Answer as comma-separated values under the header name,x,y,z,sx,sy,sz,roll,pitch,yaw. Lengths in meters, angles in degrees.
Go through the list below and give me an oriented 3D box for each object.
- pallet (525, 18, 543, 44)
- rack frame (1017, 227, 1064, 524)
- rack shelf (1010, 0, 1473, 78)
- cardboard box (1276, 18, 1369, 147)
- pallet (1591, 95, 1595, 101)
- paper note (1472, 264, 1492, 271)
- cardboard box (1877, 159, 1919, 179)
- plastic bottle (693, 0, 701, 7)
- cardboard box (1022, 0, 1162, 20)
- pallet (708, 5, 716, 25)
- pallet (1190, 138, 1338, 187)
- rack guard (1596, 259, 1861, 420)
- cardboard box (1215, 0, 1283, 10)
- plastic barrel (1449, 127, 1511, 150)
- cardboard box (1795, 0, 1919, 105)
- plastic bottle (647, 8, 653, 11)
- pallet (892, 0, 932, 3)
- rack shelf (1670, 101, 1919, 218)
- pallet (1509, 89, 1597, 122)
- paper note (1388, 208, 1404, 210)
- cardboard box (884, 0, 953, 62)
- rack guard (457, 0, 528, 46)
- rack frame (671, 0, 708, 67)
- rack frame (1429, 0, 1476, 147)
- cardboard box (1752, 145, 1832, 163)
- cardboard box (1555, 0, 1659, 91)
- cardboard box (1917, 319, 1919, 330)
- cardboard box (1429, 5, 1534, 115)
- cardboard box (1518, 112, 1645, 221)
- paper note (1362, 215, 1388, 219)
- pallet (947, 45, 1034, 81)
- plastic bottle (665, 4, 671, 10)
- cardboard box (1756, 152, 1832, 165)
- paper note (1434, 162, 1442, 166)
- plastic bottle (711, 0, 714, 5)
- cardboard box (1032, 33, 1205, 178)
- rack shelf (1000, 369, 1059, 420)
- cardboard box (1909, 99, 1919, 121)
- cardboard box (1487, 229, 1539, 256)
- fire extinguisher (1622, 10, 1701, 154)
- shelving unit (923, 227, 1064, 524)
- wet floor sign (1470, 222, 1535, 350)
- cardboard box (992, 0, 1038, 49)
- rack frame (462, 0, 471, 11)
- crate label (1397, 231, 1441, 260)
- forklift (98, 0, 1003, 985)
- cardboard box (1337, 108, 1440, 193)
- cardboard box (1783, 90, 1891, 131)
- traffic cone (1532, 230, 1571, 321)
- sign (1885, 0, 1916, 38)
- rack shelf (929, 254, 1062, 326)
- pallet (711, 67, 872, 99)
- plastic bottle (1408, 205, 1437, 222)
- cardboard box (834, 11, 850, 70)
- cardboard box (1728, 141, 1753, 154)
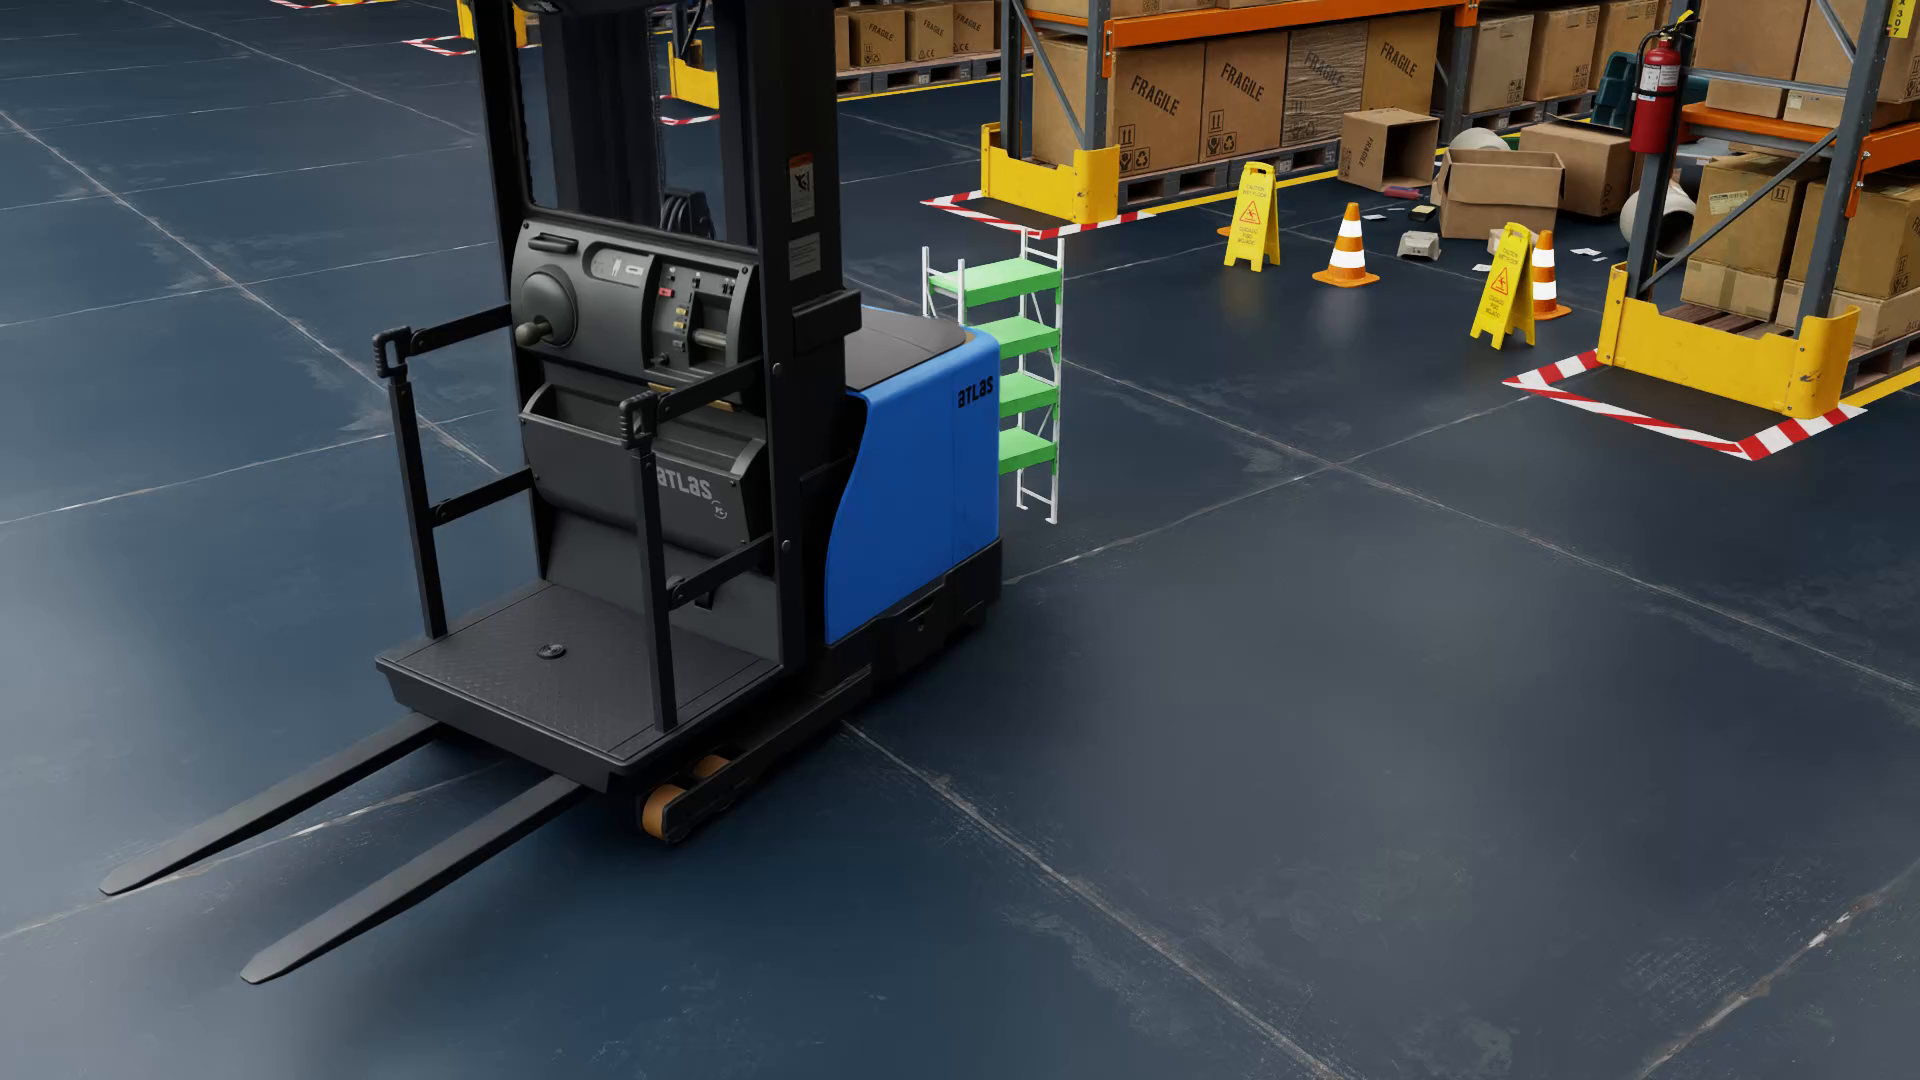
name,x,y,z,sx,sy,sz,roll,pitch,yaw
pallet,-4.720,-6.050,19.536,1.213,0.211,1.003,-18,31,-34
rack frame,0.322,-0.651,6.727,0.015,1.200,0.240,-18,31,-34
rack shelf,2.218,-3.954,12.561,4.000,0.370,1.077,-18,31,-34
cardboard box,2.547,-3.651,13.078,0.875,0.875,0.875,-18,30,-34
pallet,6.272,-4.394,15.967,1.213,0.211,1.003,-18,31,-34
paper note,3.294,-1.705,10.388,0.148,0.019,0.142,15,29,29
cardboard box,5.011,-1.692,8.709,0.500,0.500,0.500,-20,31,-36
plastic bottle,-3.186,-6.563,20.129,0.097,0.201,0.097,0,25,0
cardboard box,0.908,-3.940,11.498,0.550,0.550,0.875,-18,31,-34
pallet,-2.800,-6.684,20.902,1.213,0.211,1.003,-18,31,-34
pallet,2.184,-3.045,13.059,1.213,0.211,1.003,-18,31,-34
rack guard,3.838,-1.033,8.382,0.348,0.500,1.175,-18,31,-34
cardboard box,1.846,-4.194,12.046,0.550,0.550,0.875,-18,31,-34
plastic barrel,3.846,-2.828,12.341,0.421,0.421,0.512,1,25,2
cardboard box,4.322,-2.359,7.797,0.500,0.500,0.500,-19,31,-35
plastic bottle,-3.693,-6.396,19.769,0.097,0.201,0.097,0,25,0
pallet,-0.691,-7.380,22.402,1.213,0.211,1.003,-18,31,-34
rack shelf,5.352,-2.340,9.084,4.000,0.370,1.077,-18,31,-34
pallet,5.313,-4.079,15.288,1.213,0.211,1.003,-18,31,-34
paper note,3.092,-2.346,11.793,0.123,0.001,0.032,-3,25,-7
cardboard box,-0.415,-5.096,16.639,0.500,0.500,0.500,-22,33,-38
rack guard,-5.363,-5.972,19.025,0.348,0.500,1.175,-18,31,-34
rack frame,-2.337,-5.430,14.887,0.127,3.000,1.000,-18,31,-34
rack frame,3.792,-4.800,13.529,0.127,3.000,1.000,-18,31,-34
cardboard box,4.495,-2.137,8.897,0.250,0.149,0.380,-17,30,-33
cardboard box,5.719,-4.652,15.384,0.750,0.750,1.050,-18,30,-33
cardboard box,4.990,-1.338,8.838,0.500,0.250,0.500,-17,30,-32
cardboard box,4.225,-4.161,14.326,0.750,0.750,1.050,-18,31,-34
cardboard box,4.329,-2.617,11.630,0.503,0.637,0.797,-18,31,-34
paper note,2.893,-2.247,11.558,0.142,0.017,0.144,-8,26,-16
pallet,0.304,-5.018,17.312,1.213,0.211,1.003,-18,31,-34
plastic bottle,-3.505,-6.490,19.888,0.097,0.271,0.097,0,25,0
cardboard box,4.656,-1.862,9.075,0.500,0.500,0.500,-17,30,-32
paper note,3.821,-2.979,13.131,0.147,0.020,0.142,5,25,11
plastic bottle,-2.980,-6.711,20.272,0.185,0.351,0.144,-18,31,-34
cardboard box,1.137,-3.185,12.075,0.875,0.875,0.875,-18,30,-34
rack shelf,0.130,-0.529,6.617,0.480,0.148,0.258,-18,31,-34
cardboard box,4.622,-2.165,8.150,0.250,0.149,0.380,-19,31,-36
cardboard box,3.562,-1.863,10.588,0.250,0.149,0.380,-3,25,-7
fire extinguisher,3.404,-2.235,8.094,0.183,0.674,0.296,-18,31,-34
shelving unit,0.130,-0.587,6.590,0.503,1.200,0.258,-18,31,-34
wet floor sign,2.968,-1.384,8.966,0.232,0.644,0.267,-8,26,-16
cardboard box,0.471,-5.435,17.368,0.500,0.500,0.500,-19,31,-36
rack frame,-5.393,-7.071,18.422,0.127,3.000,1.000,-18,31,-34
crate label,2.948,-1.892,10.664,0.250,0.136,0.298,10,27,20
forklift,-1.094,-0.677,4.727,1.130,2.935,3.031,16,29,31
cardboard box,3.203,-2.924,12.453,0.500,0.500,0.500,-13,28,-25
cardboard box,4.173,-2.053,7.908,0.250,0.149,0.380,-18,30,-34
traffic cone,3.320,-1.535,9.509,0.334,0.463,0.336,-18,31,-34
sign,4.113,-2.360,7.244,0.005,0.325,0.100,-18,31,-34
rack shelf,0.130,-0.965,6.415,0.480,0.148,0.258,-18,31,-34
pallet,-1.616,-4.384,15.946,1.213,0.211,1.003,-18,31,-34
plastic bottle,3.236,-2.288,11.606,0.133,0.061,0.283,15,29,29
cardboard box,-1.386,-4.810,16.021,0.500,0.500,0.500,-10,27,-21
cardboard box,5.804,-2.978,11.673,0.500,0.500,0.500,-18,31,-34
